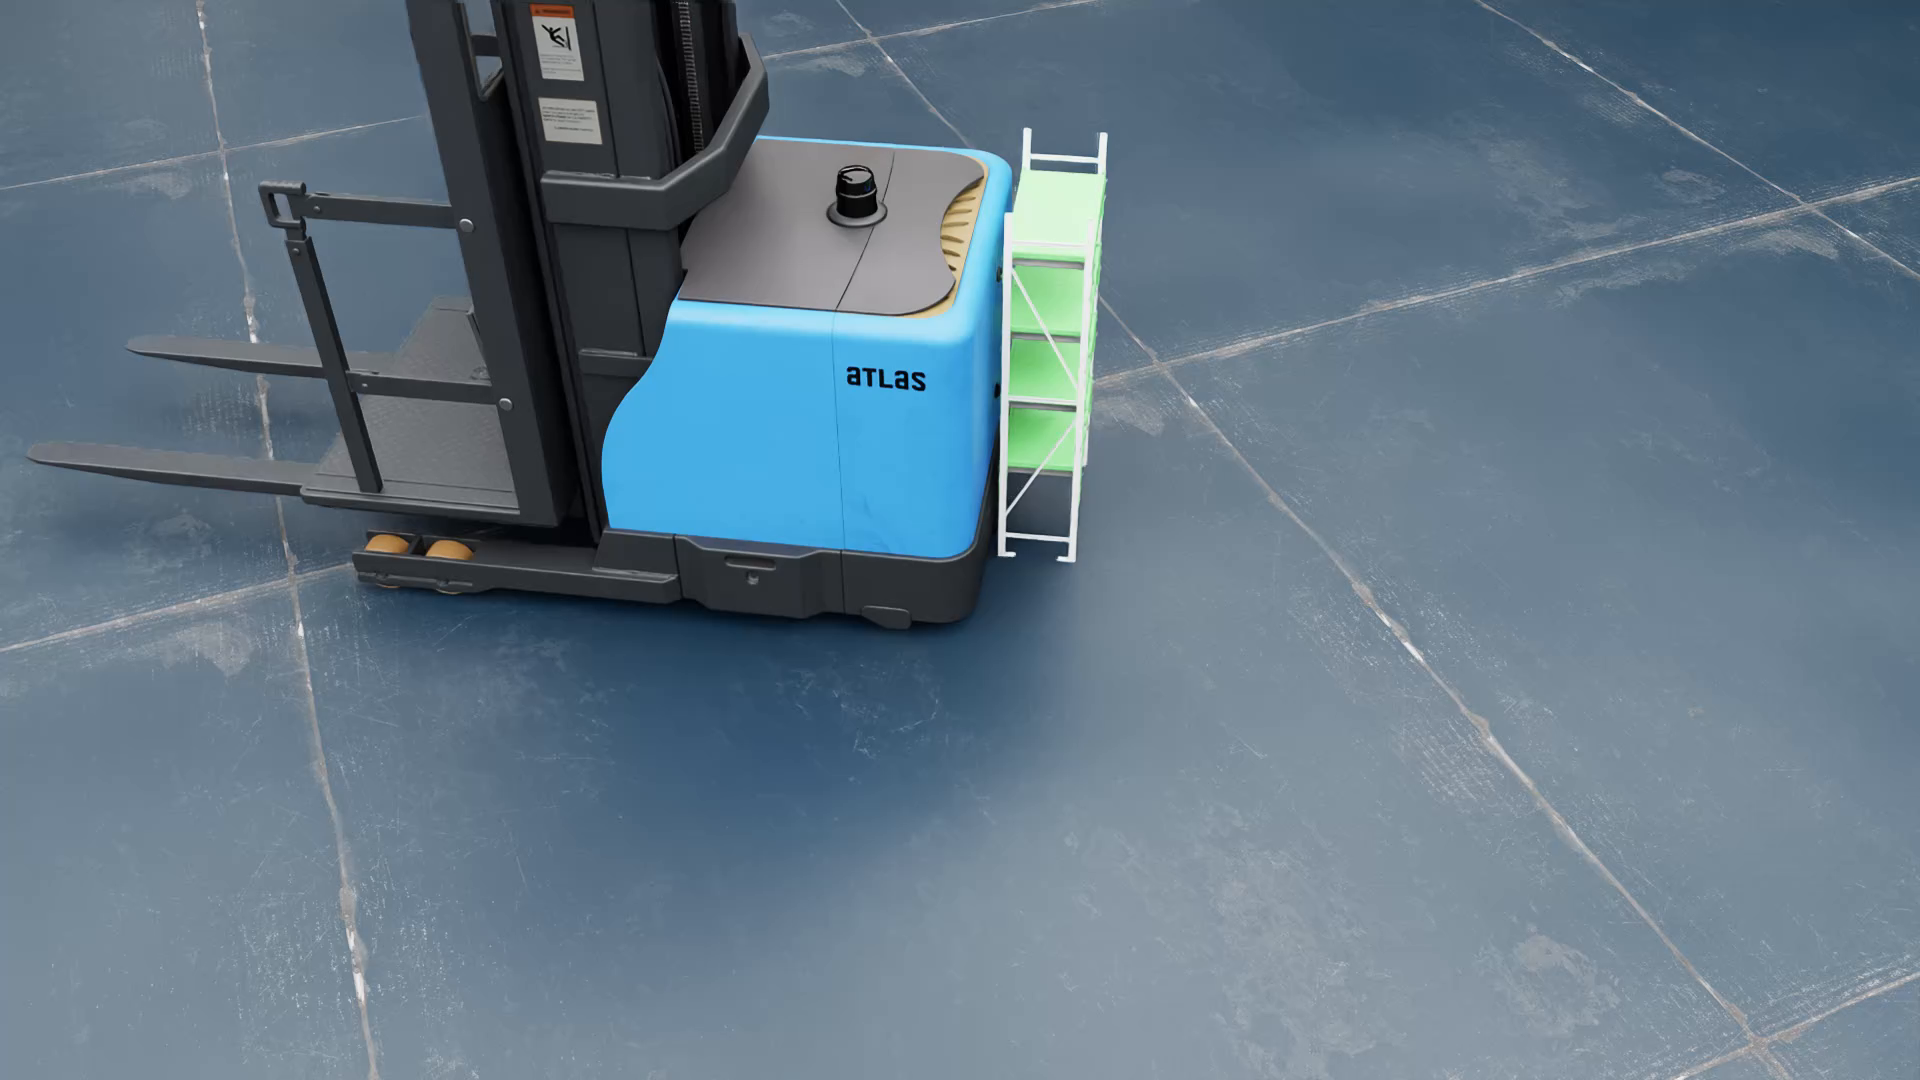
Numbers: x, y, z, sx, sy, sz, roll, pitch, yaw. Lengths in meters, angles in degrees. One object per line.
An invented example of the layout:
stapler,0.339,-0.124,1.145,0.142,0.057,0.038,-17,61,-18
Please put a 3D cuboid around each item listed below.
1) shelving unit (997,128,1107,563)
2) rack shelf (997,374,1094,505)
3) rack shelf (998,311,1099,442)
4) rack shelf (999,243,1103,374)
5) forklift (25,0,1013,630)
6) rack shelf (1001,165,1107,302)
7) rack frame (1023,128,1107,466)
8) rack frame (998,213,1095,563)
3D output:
shelving unit,0.270,-0.558,4.978,0.258,1.200,0.503,5,41,6
rack shelf,0.270,-0.327,5.176,0.258,0.148,0.480,5,41,6
rack shelf,0.270,-0.509,5.020,0.258,0.148,0.480,5,41,6
rack shelf,0.270,-0.691,4.863,0.258,0.148,0.480,5,41,6
forklift,-1.390,-1.282,4.493,3.031,2.935,1.130,5,41,6
rack shelf,0.270,-0.873,4.707,0.258,0.148,0.480,5,41,6
rack frame,0.302,-0.715,5.162,0.240,1.200,0.015,5,41,6
rack frame,0.238,-0.400,4.795,0.240,1.200,0.015,5,41,6
